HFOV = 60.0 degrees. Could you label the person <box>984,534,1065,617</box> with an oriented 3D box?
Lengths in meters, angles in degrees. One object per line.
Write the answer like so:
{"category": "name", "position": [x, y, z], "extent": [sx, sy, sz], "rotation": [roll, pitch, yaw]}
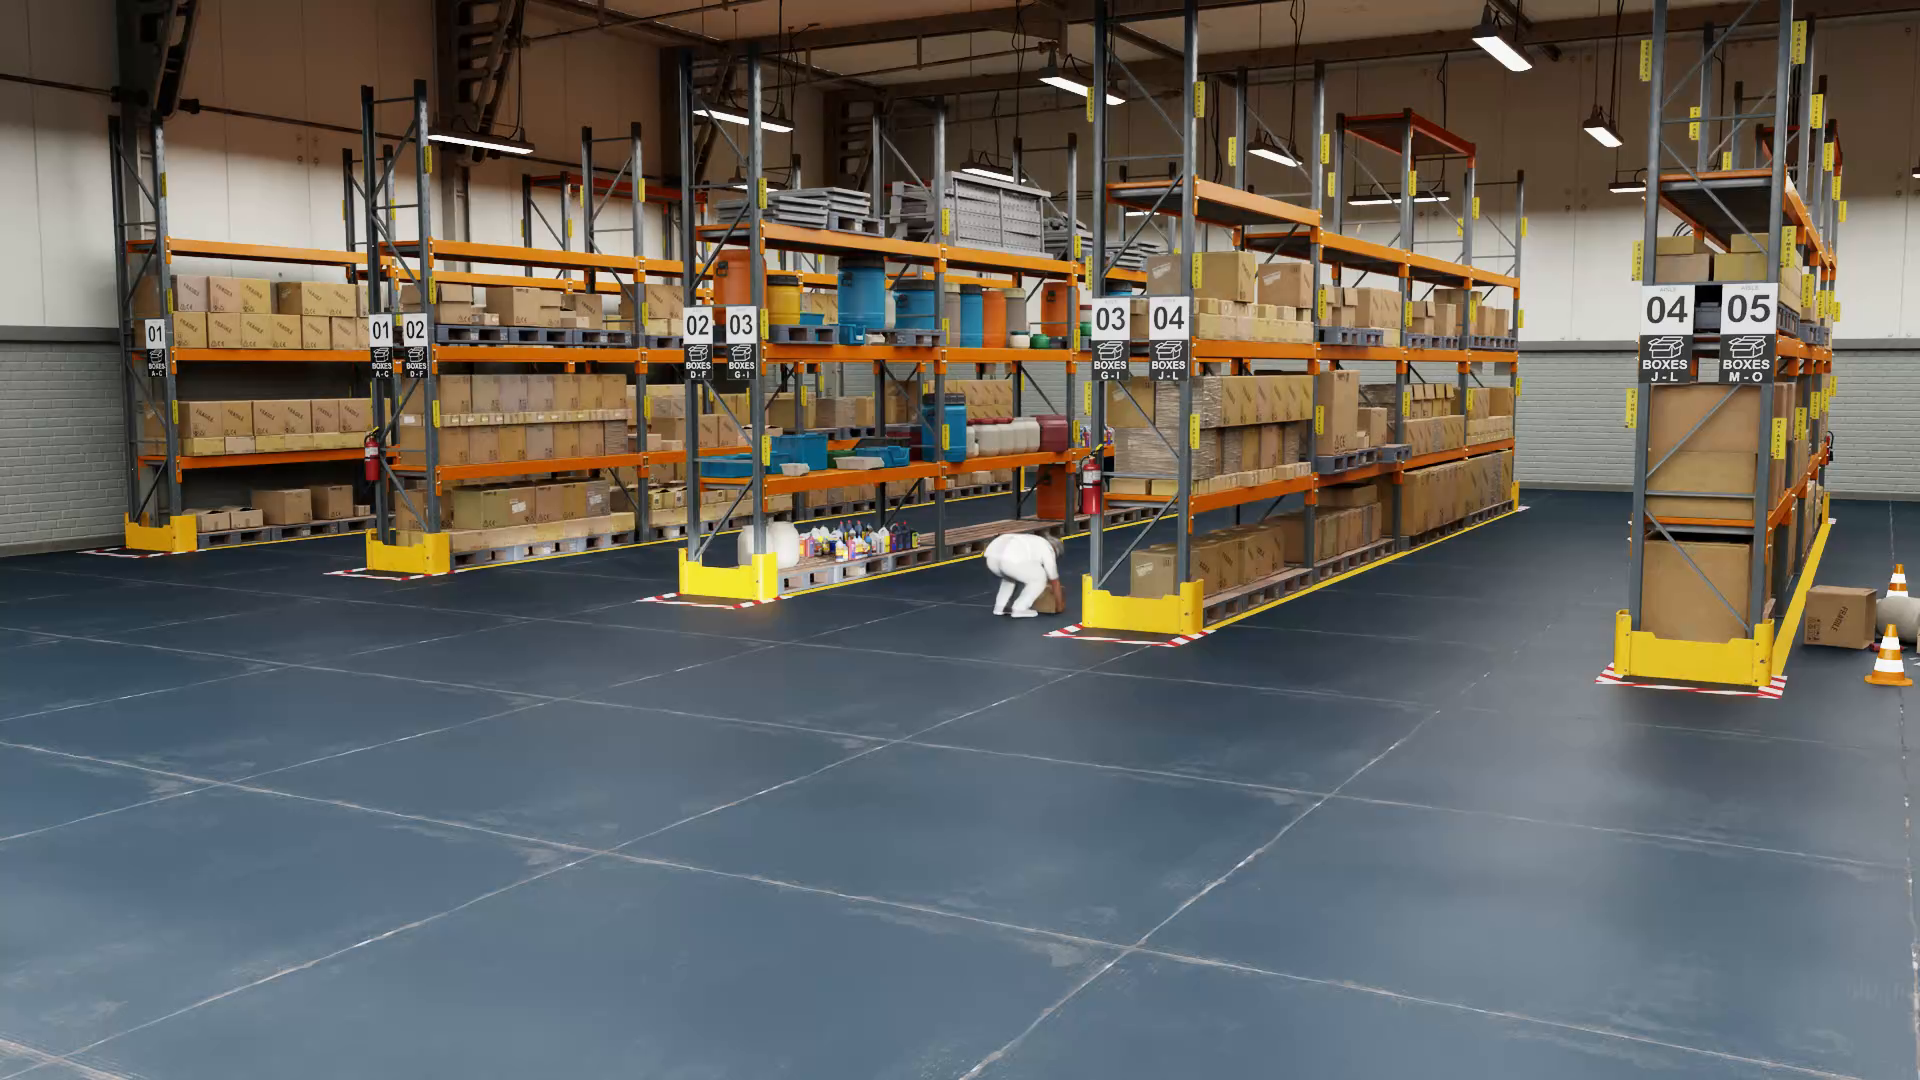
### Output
{"category": "person", "position": [0.691, 0.356, 17.182], "extent": [1.031, 0.861, 0.537], "rotation": [-6, 8, -44]}
